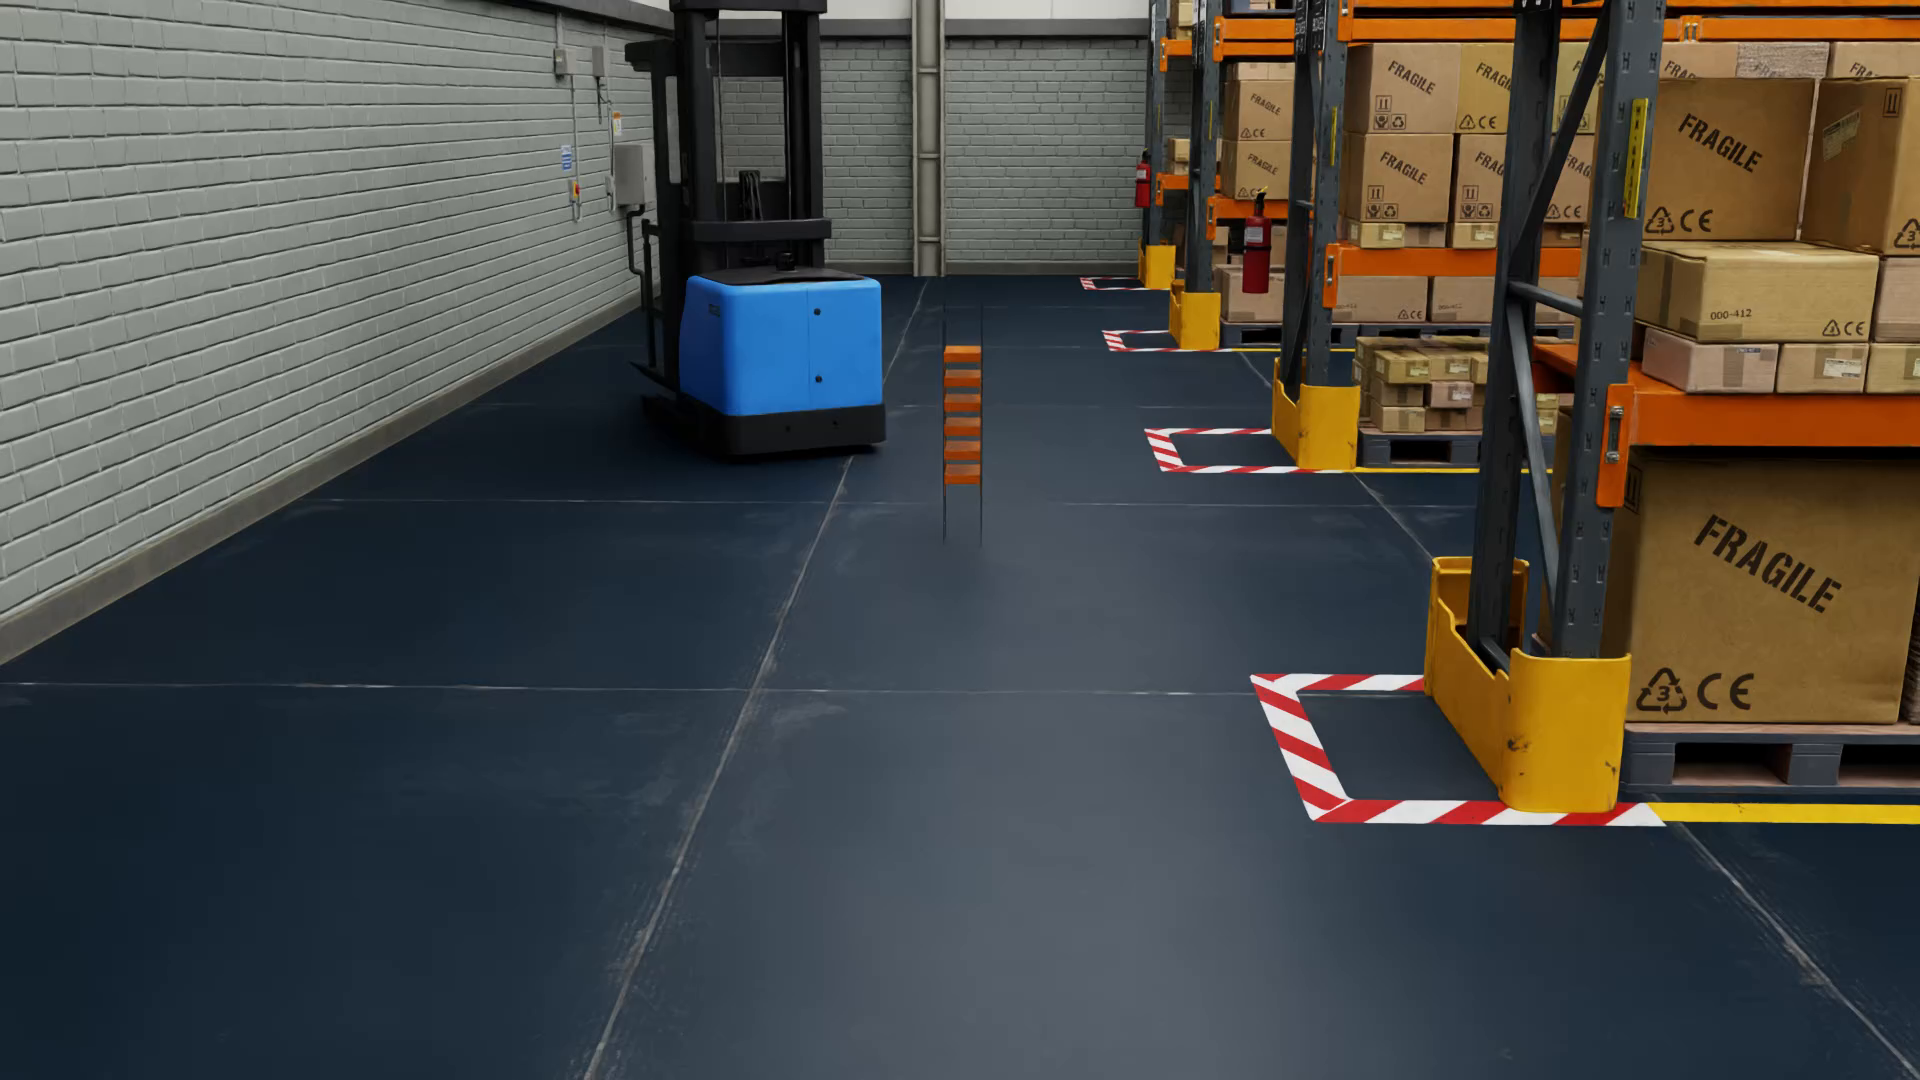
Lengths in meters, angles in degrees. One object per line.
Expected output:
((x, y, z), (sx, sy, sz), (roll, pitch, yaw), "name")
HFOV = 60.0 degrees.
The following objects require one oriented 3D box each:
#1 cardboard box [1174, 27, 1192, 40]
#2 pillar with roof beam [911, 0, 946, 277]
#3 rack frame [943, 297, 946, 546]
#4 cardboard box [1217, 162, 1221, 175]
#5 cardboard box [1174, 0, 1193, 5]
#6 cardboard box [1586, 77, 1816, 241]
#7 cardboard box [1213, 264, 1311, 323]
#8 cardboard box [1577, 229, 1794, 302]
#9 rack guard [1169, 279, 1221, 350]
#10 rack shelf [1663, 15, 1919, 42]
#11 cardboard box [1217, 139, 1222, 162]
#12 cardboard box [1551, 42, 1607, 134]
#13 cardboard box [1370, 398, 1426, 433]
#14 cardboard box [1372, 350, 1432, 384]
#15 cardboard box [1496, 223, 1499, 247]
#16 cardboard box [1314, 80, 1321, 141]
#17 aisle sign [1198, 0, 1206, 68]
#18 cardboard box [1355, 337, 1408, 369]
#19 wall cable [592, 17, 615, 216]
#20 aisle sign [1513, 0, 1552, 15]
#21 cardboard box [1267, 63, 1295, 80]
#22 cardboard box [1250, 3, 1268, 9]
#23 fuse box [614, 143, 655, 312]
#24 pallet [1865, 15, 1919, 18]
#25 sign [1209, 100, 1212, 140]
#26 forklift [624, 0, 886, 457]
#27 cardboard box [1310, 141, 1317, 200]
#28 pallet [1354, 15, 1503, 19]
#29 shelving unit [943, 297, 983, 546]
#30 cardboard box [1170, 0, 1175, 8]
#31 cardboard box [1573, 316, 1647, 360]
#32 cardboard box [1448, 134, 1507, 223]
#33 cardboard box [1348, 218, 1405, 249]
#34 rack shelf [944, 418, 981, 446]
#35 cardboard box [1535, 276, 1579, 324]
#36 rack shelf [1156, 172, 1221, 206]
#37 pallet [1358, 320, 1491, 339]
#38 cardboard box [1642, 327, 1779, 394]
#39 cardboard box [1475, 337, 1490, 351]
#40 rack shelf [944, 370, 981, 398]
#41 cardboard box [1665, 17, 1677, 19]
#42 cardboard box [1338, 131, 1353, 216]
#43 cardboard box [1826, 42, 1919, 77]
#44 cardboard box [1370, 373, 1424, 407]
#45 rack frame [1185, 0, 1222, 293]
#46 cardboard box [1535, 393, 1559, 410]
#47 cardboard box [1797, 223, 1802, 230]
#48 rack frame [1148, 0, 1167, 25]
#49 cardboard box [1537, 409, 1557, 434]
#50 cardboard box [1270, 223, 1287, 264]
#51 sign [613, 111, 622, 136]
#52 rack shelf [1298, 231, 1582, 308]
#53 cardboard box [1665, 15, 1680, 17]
((2.602, -5.816, 19.116), (0.250, 0.149, 0.380), (1, 15, 3), "cardboard box")
((-0.493, -6.598, 15.710), (0.400, 9.000, 9.100), (0, 15, 1), "pillar with roof beam")
((-0.077, -0.581, 8.189), (0.006, 1.200, 0.240), (0, 15, 1), "rack frame")
((3.130, -4.372, 19.523), (0.250, 0.149, 0.380), (0, 15, 1), "cardboard box")
((2.726, -6.245, 18.980), (0.500, 0.250, 0.500), (0, 15, 1), "cardboard box")
((2.407, -1.253, 5.449), (0.500, 0.500, 0.500), (1, 15, 2), "cardboard box")
((2.828, -2.268, 15.255), (0.875, 0.438, 0.875), (0, 15, 0), "cardboard box")
((2.404, -0.891, 5.548), (0.500, 0.250, 0.500), (0, 15, 1), "cardboard box")
((2.142, -2.074, 15.220), (0.348, 0.500, 1.175), (0, 15, 1), "rack guard")
((8.164, -4.346, 14.462), (4.000, 0.370, 1.077), (0, 15, 1), "rack shelf")
((3.240, -4.545, 19.396), (0.500, 0.250, 0.500), (1, 15, 2), "cardboard box")
((3.607, -2.614, 9.627), (0.500, 0.500, 0.500), (0, 15, 0), "cardboard box")
((2.656, -0.759, 10.101), (0.250, 0.149, 0.380), (1, 15, 3), "cardboard box")
((2.656, -1.041, 10.007), (0.250, 0.149, 0.380), (0, 15, -1), "cardboard box")
((3.242, -1.839, 9.922), (0.250, 0.149, 0.380), (1, 15, 4), "cardboard box")
((3.155, -3.737, 14.467), (0.500, 0.500, 0.500), (0, 15, 0), "cardboard box")
((2.087, -4.466, 14.291), (0.004, 0.787, 0.394), (0, 15, 1), "aisle sign")
((2.676, -1.193, 10.580), (0.250, 0.149, 0.380), (1, 15, 2), "cardboard box")
((-3.447, -4.166, 16.259), (0.122, 1.984, 0.588), (0, 15, 1), "wall cable")
((1.849, -2.089, 5.282), (0.004, 0.787, 0.394), (0, 15, 1), "aisle sign")
((2.778, -4.071, 14.464), (0.250, 0.149, 0.380), (1, 15, 3), "cardboard box")
((3.234, -5.999, 19.030), (0.500, 0.250, 0.500), (1, 15, 2), "cardboard box")
((-3.272, -3.225, 17.209), (0.414, 1.711, 0.539), (0, 15, 1), "fuse box")
((8.400, -4.586, 14.334), (1.213, 0.211, 1.003), (1, 15, 4), "pallet")
((2.146, -3.598, 14.244), (0.005, 0.325, 0.100), (0, 15, 1), "sign")
((-1.555, -2.254, 11.138), (1.130, 2.935, 3.031), (-7, 16, -24), "forklift")
((3.145, -3.258, 14.613), (0.500, 0.500, 0.500), (0, 15, 1), "cardboard box")
((4.131, -4.680, 14.494), (1.213, 0.211, 1.003), (0, 15, 1), "pallet")
((0.014, -0.580, 8.187), (0.189, 1.200, 0.258), (0, 15, 1), "shelving unit")
((2.740, -6.380, 19.492), (0.500, 0.250, 0.500), (0, 15, 0), "cardboard box")
((2.277, -0.715, 5.663), (0.250, 0.149, 0.380), (1, 15, 2), "cardboard box")
((3.118, -2.141, 9.796), (0.500, 0.500, 0.500), (0, 15, 2), "cardboard box")
((2.456, -1.812, 9.821), (0.250, 0.149, 0.380), (0, 15, 1), "cardboard box")
((0.014, -0.537, 8.198), (0.180, 0.103, 0.258), (0, 15, 1), "rack shelf")
((5.540, -2.252, 15.195), (0.875, 0.438, 0.875), (0, 15, 1), "cardboard box")
((4.288, -4.187, 19.741), (4.000, 0.370, 1.077), (0, 15, 1), "rack shelf")
((4.184, -1.940, 15.280), (1.213, 0.211, 1.003), (0, 15, 1), "pallet")
((2.259, -0.547, 5.026), (0.250, 0.149, 0.380), (1, 15, 2), "cardboard box")
((3.445, -1.189, 10.567), (0.250, 0.149, 0.380), (0, 15, -1), "cardboard box")
((0.014, -0.769, 8.137), (0.180, 0.103, 0.258), (0, 15, 1), "rack shelf")
((8.139, -6.122, 19.256), (0.250, 0.149, 0.380), (0, 15, 2), "cardboard box")
((2.596, -2.274, 10.301), (0.500, 0.500, 0.500), (1, 15, 3), "cardboard box")
((5.145, -2.605, 9.595), (0.500, 0.500, 0.500), (0, 15, 0), "cardboard box")
((2.658, -0.919, 10.125), (0.250, 0.149, 0.380), (1, 15, 4), "cardboard box")
((2.166, -3.282, 14.901), (0.127, 3.000, 1.000), (0, 15, 1), "rack frame")
((3.431, -0.894, 10.032), (0.250, 0.149, 0.380), (1, 15, 3), "cardboard box")
((4.792, -1.807, 9.801), (0.250, 0.149, 0.380), (0, 15, -1), "cardboard box")
((2.289, -7.449, 18.934), (0.127, 3.000, 1.000), (0, 15, 1), "rack frame")
((3.421, -0.749, 10.062), (0.250, 0.149, 0.380), (1, 15, 2), "cardboard box")
((3.752, -3.499, 19.799), (0.500, 0.500, 0.700), (1, 15, 4), "cardboard box")
((-3.480, -4.234, 16.891), (0.001, 0.242, 0.339), (0, 15, 1), "sign")
((4.140, -1.658, 10.156), (4.000, 0.370, 1.077), (0, 15, 1), "rack shelf")
((8.113, -5.996, 18.778), (0.250, 0.149, 0.380), (1, 15, 3), "cardboard box")
